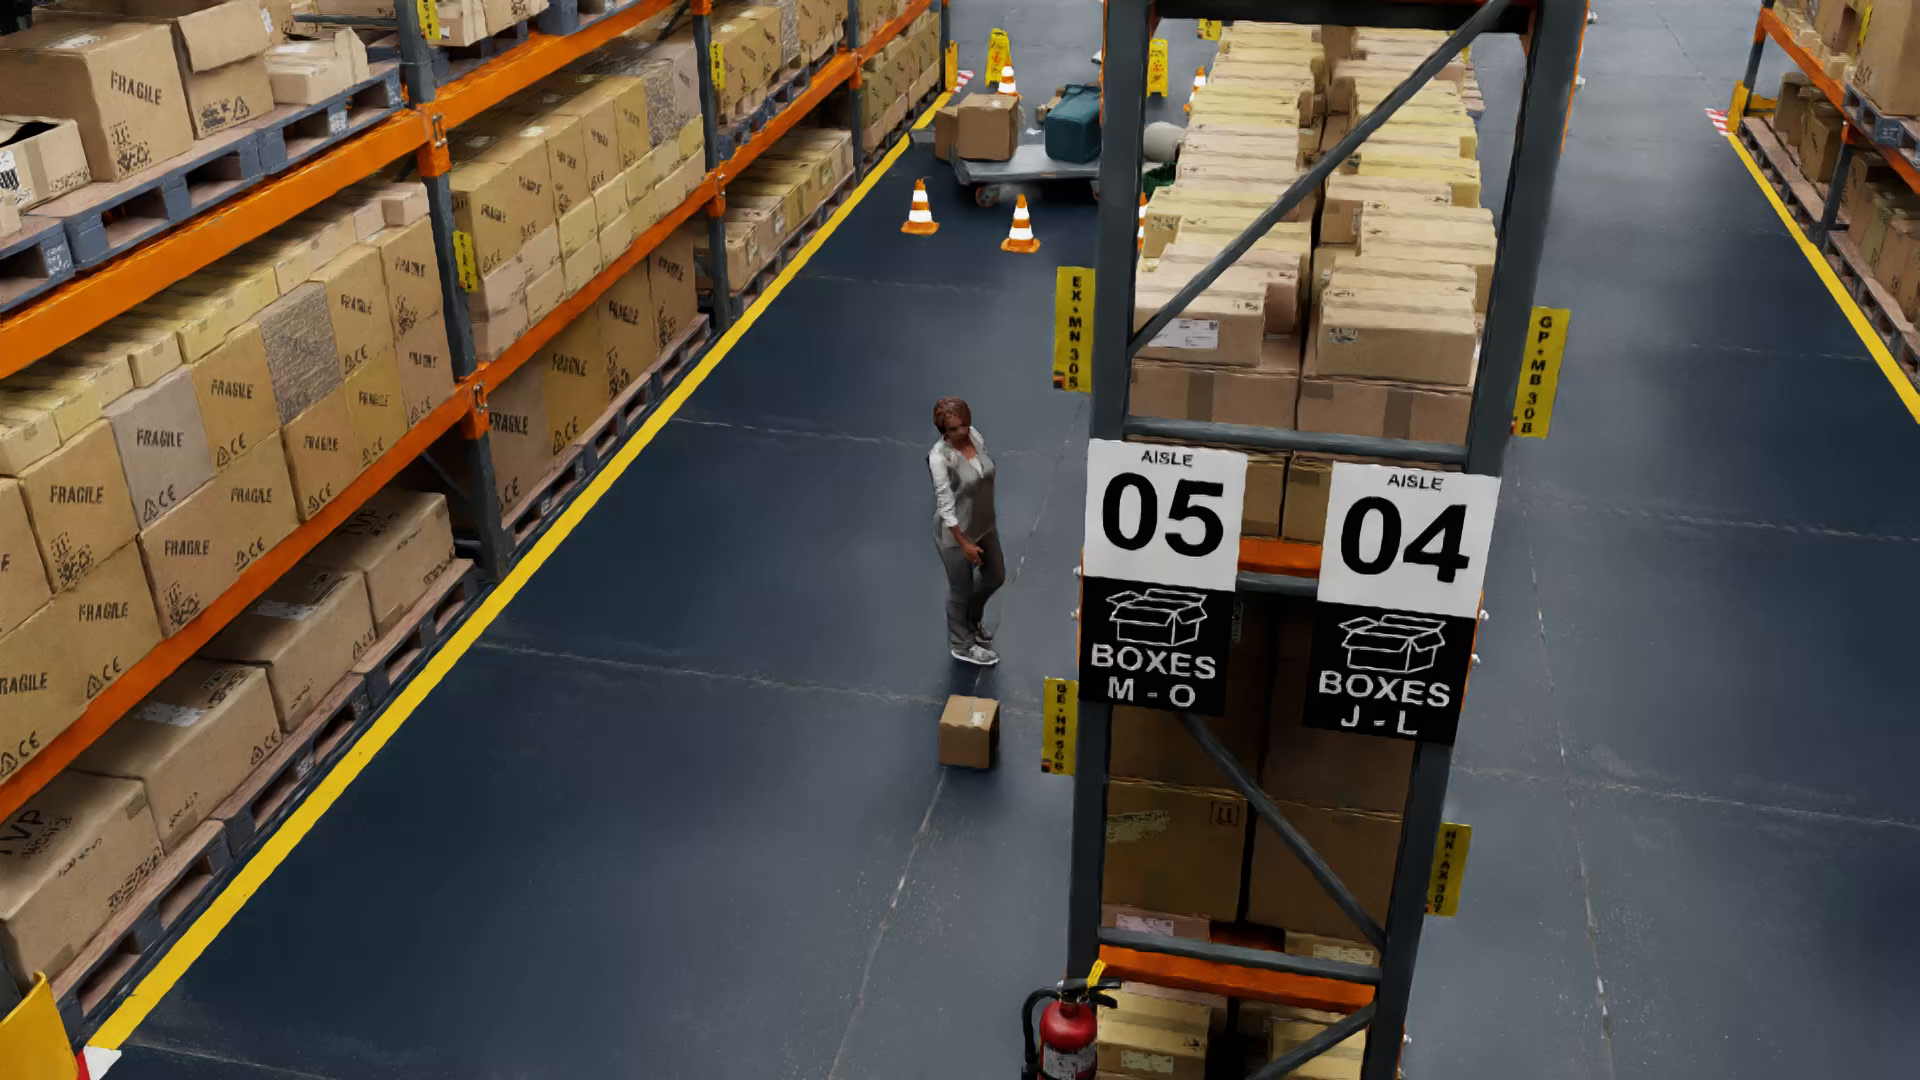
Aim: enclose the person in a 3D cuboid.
[{"bbox_3d":[0.044,-0.041,8.704,0.375,1.615,0.507,19,35,31],"label":"person"}]
